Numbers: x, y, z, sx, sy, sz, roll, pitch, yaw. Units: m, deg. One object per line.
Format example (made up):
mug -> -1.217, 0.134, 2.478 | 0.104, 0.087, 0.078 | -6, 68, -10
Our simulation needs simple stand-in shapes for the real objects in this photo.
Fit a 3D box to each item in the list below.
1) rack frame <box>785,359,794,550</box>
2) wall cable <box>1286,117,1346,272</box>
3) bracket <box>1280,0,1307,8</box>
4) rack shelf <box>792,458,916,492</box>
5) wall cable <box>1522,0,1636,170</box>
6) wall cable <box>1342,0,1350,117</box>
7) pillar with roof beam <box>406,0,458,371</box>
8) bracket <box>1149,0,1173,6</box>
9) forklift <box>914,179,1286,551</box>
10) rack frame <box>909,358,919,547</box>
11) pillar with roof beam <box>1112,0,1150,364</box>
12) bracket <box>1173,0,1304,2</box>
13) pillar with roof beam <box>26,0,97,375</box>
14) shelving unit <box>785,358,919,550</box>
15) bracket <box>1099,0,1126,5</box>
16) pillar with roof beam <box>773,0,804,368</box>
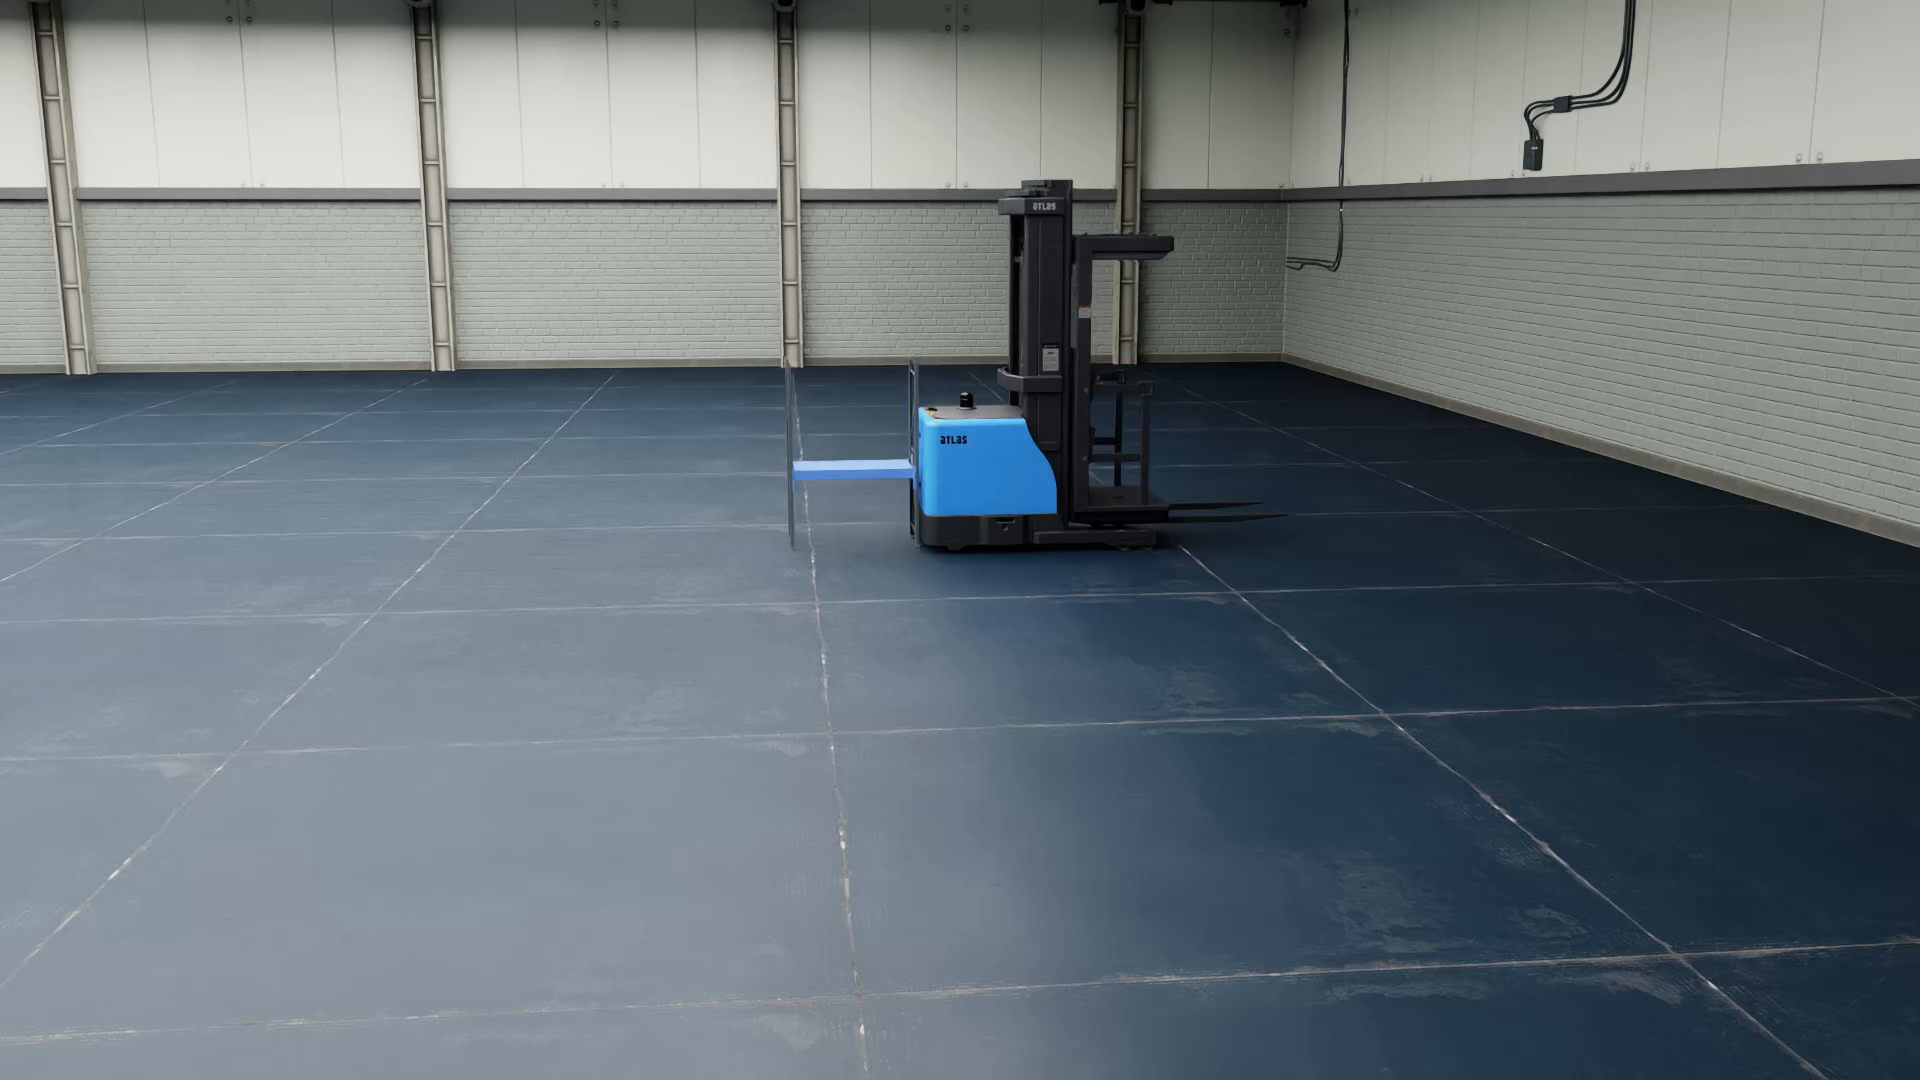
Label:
rack frame -> -1.387, -0.701, 13.548 | 0.032, 1.500, 0.500 | -1, 11, -7
wall cable -> 6.056, -5.901, 28.605 | 0.112, 2.526, 3.097 | -1, 11, -6
bracket -> 5.791, -9.373, 28.885 | 0.430, 0.232, 0.235 | -1, 11, -6
rack shelf -> -0.883, -0.537, 13.645 | 1.000, 0.185, 0.538 | -1, 11, -7
wall cable -> 7.065, -7.272, 18.715 | 0.169, 6.003, 2.305 | -1, 11, -6
wall cable -> 6.348, -7.860, 25.479 | 0.112, 2.526, 3.097 | -1, 11, -6
pillar with roof beam -> -8.481, -6.541, 23.812 | 0.548, 9.000, 9.100 | -1, 11, -6
bracket -> 3.435, -9.323, 28.634 | 0.430, 0.232, 0.235 | -1, 11, -6
forklift -> 1.162, -1.455, 13.670 | 3.031, 2.935, 1.130 | -1, 11, -7
rack frame -> -0.379, -0.726, 13.673 | 0.032, 1.500, 0.500 | -1, 11, -7
pillar with roof beam -> 3.449, -6.791, 25.084 | 0.548, 9.000, 9.100 | -1, 11, -6
bracket -> 5.204, -9.361, 28.822 | 3.189, 0.066, 0.076 | -1, 11, -6
pillar with roof beam -> -14.446, -6.416, 23.177 | 0.548, 9.000, 9.100 | -1, 11, -6
shelving unit -> -0.883, -0.714, 13.610 | 1.048, 1.500, 0.538 | -1, 11, -7
bracket -> 2.610, -9.306, 28.546 | 0.430, 0.232, 0.235 | -1, 11, -6
pillar with roof beam -> -2.516, -6.666, 24.448 | 0.548, 9.000, 9.100 | -1, 11, -6
